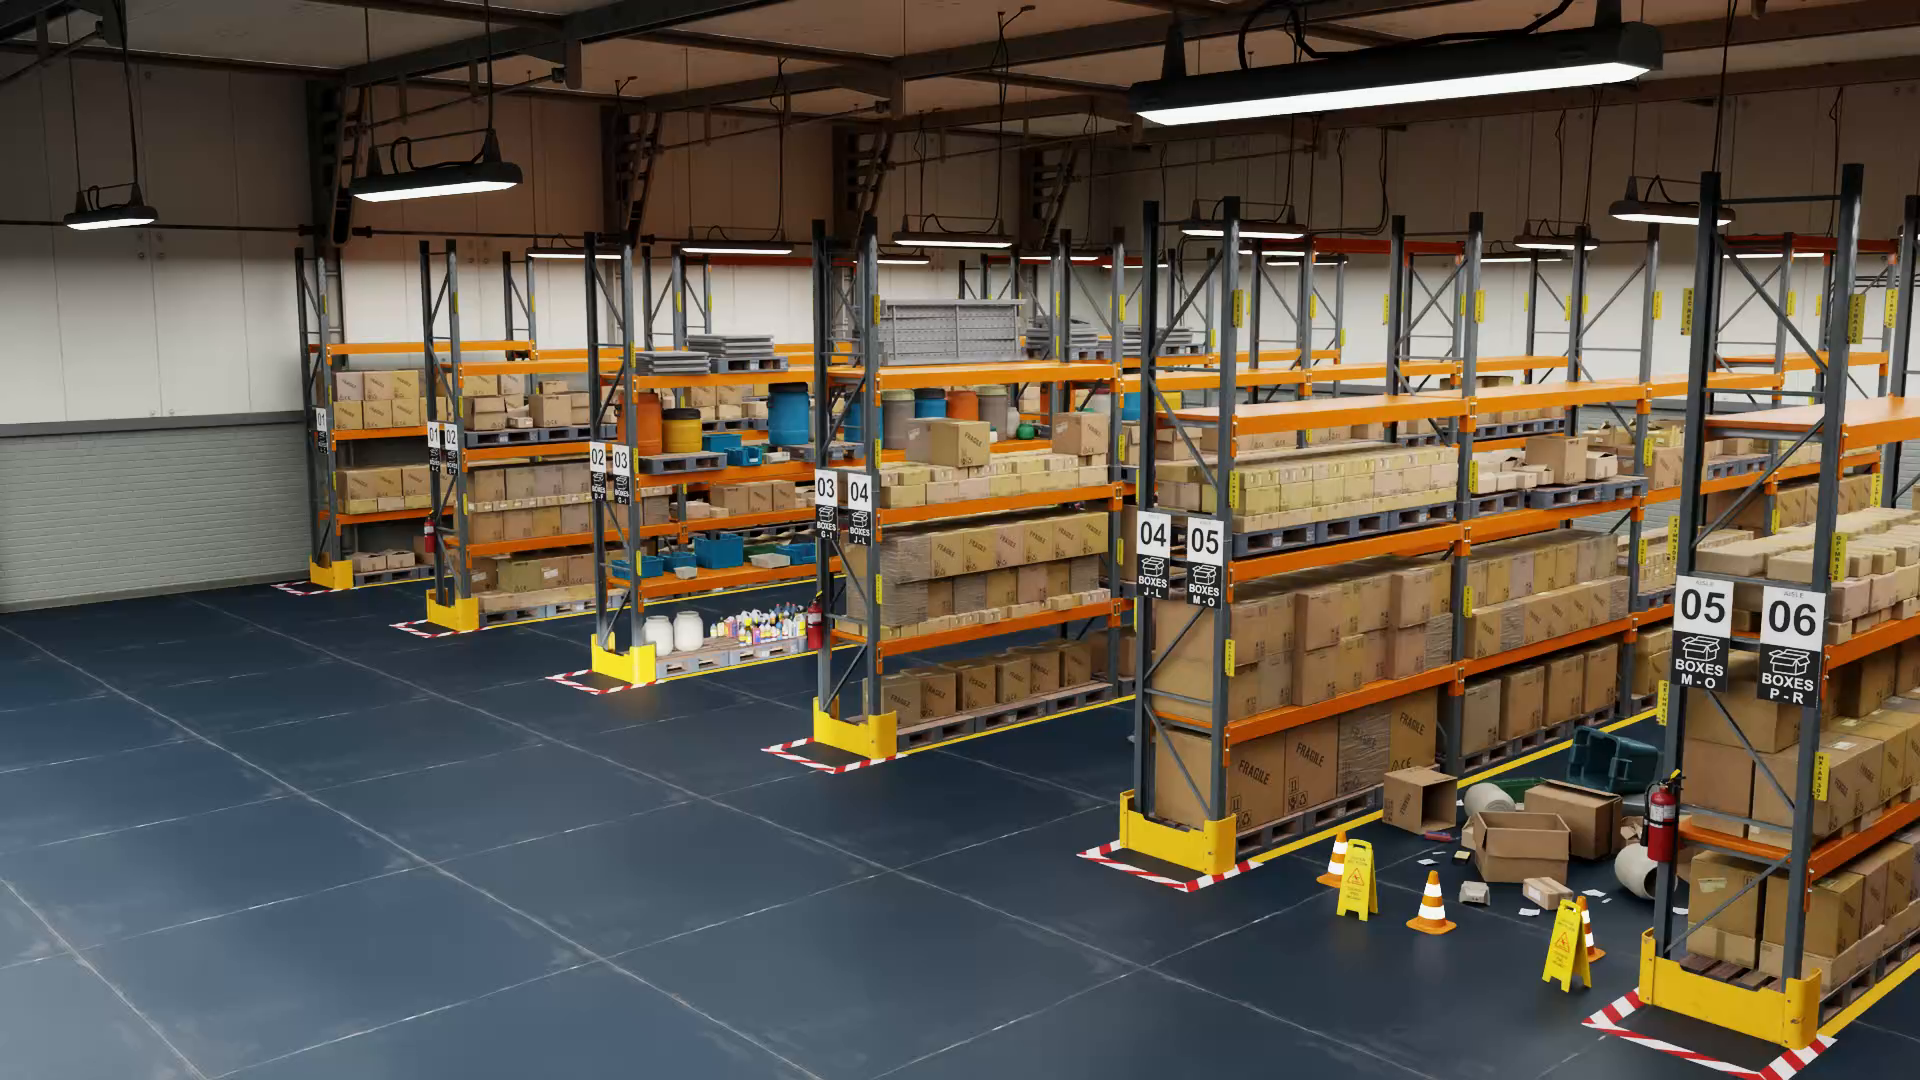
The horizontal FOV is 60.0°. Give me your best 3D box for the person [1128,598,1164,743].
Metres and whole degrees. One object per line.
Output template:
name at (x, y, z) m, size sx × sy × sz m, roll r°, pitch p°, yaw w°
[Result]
person at (2.214, 1.458, 19.365) m, size 0.414 × 1.769 × 0.603 m, roll 3°, pitch 9°, yaw 20°
